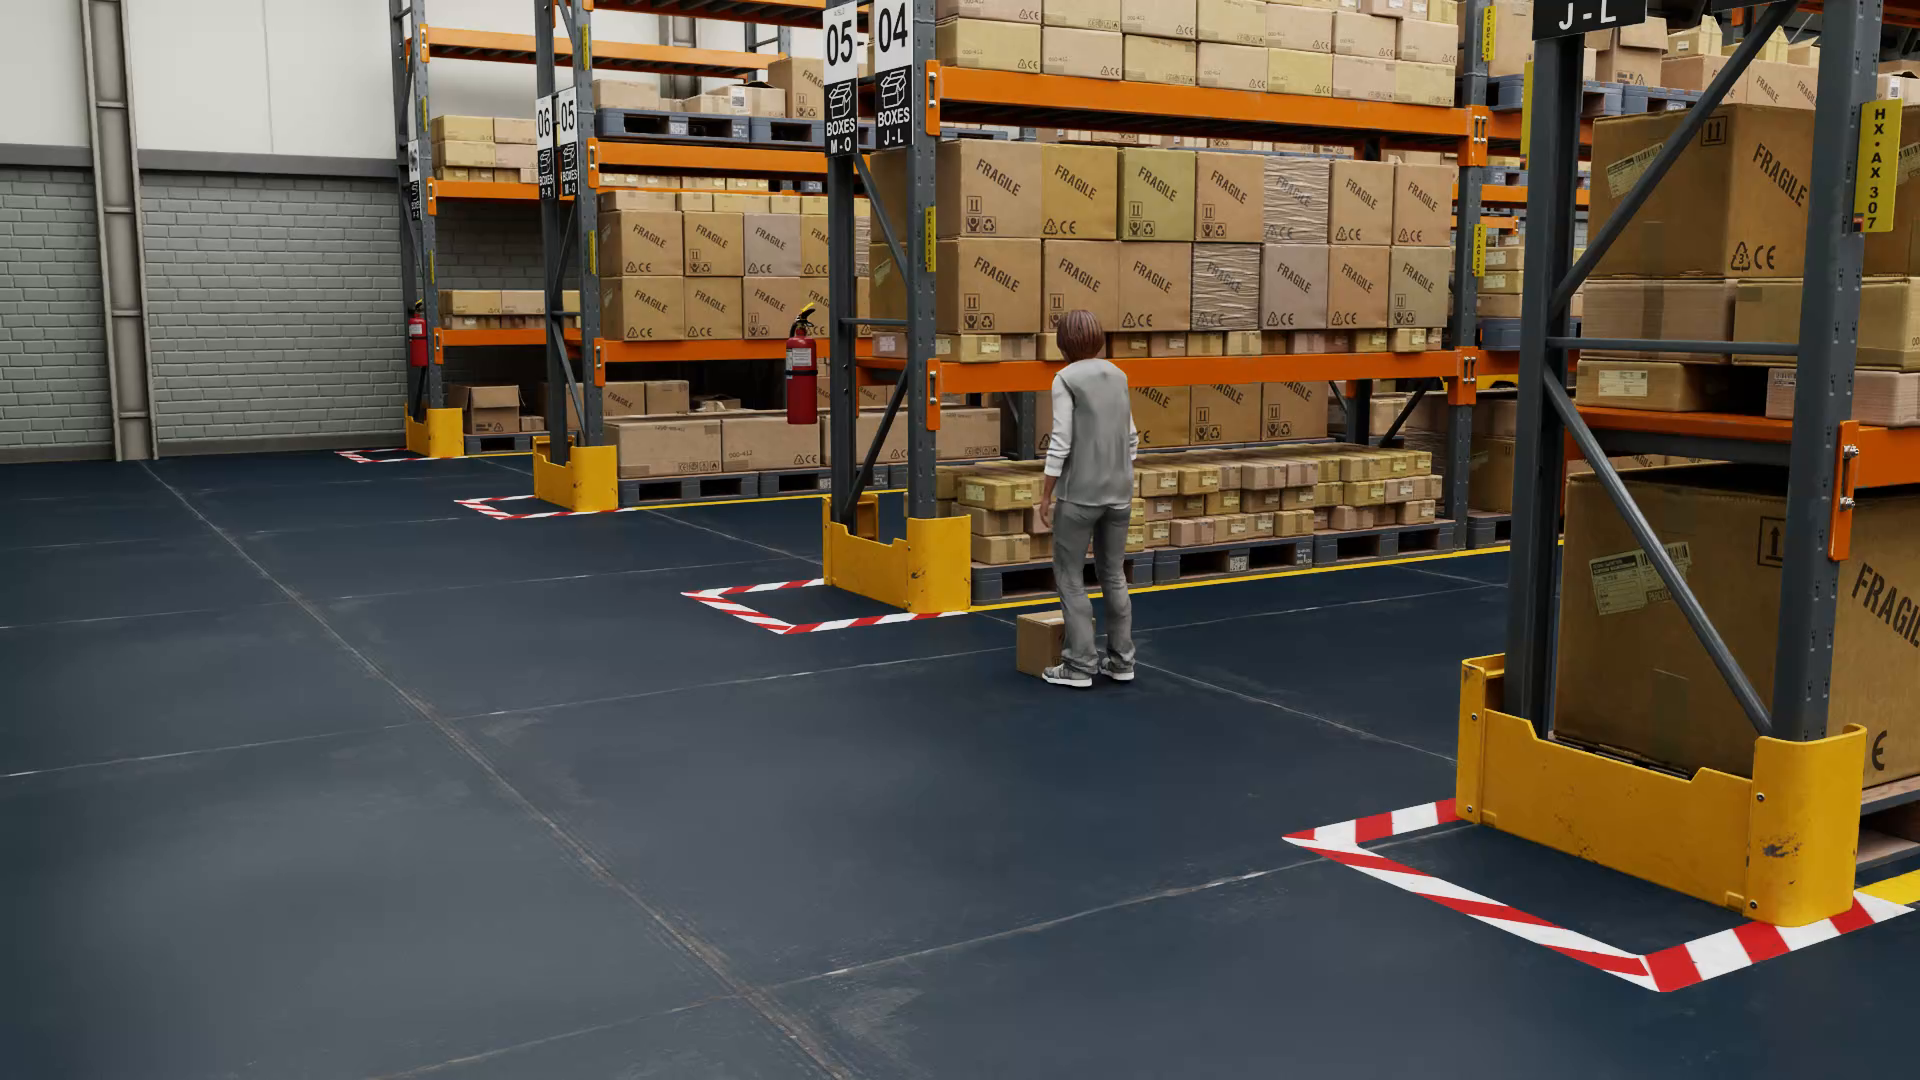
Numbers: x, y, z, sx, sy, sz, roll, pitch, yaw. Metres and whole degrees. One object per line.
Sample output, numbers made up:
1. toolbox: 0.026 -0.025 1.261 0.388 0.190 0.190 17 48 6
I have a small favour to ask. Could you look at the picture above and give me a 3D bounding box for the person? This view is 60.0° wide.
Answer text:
1. person: 0.554 -0.172 7.039 0.483 1.594 0.340 -6 10 -33
